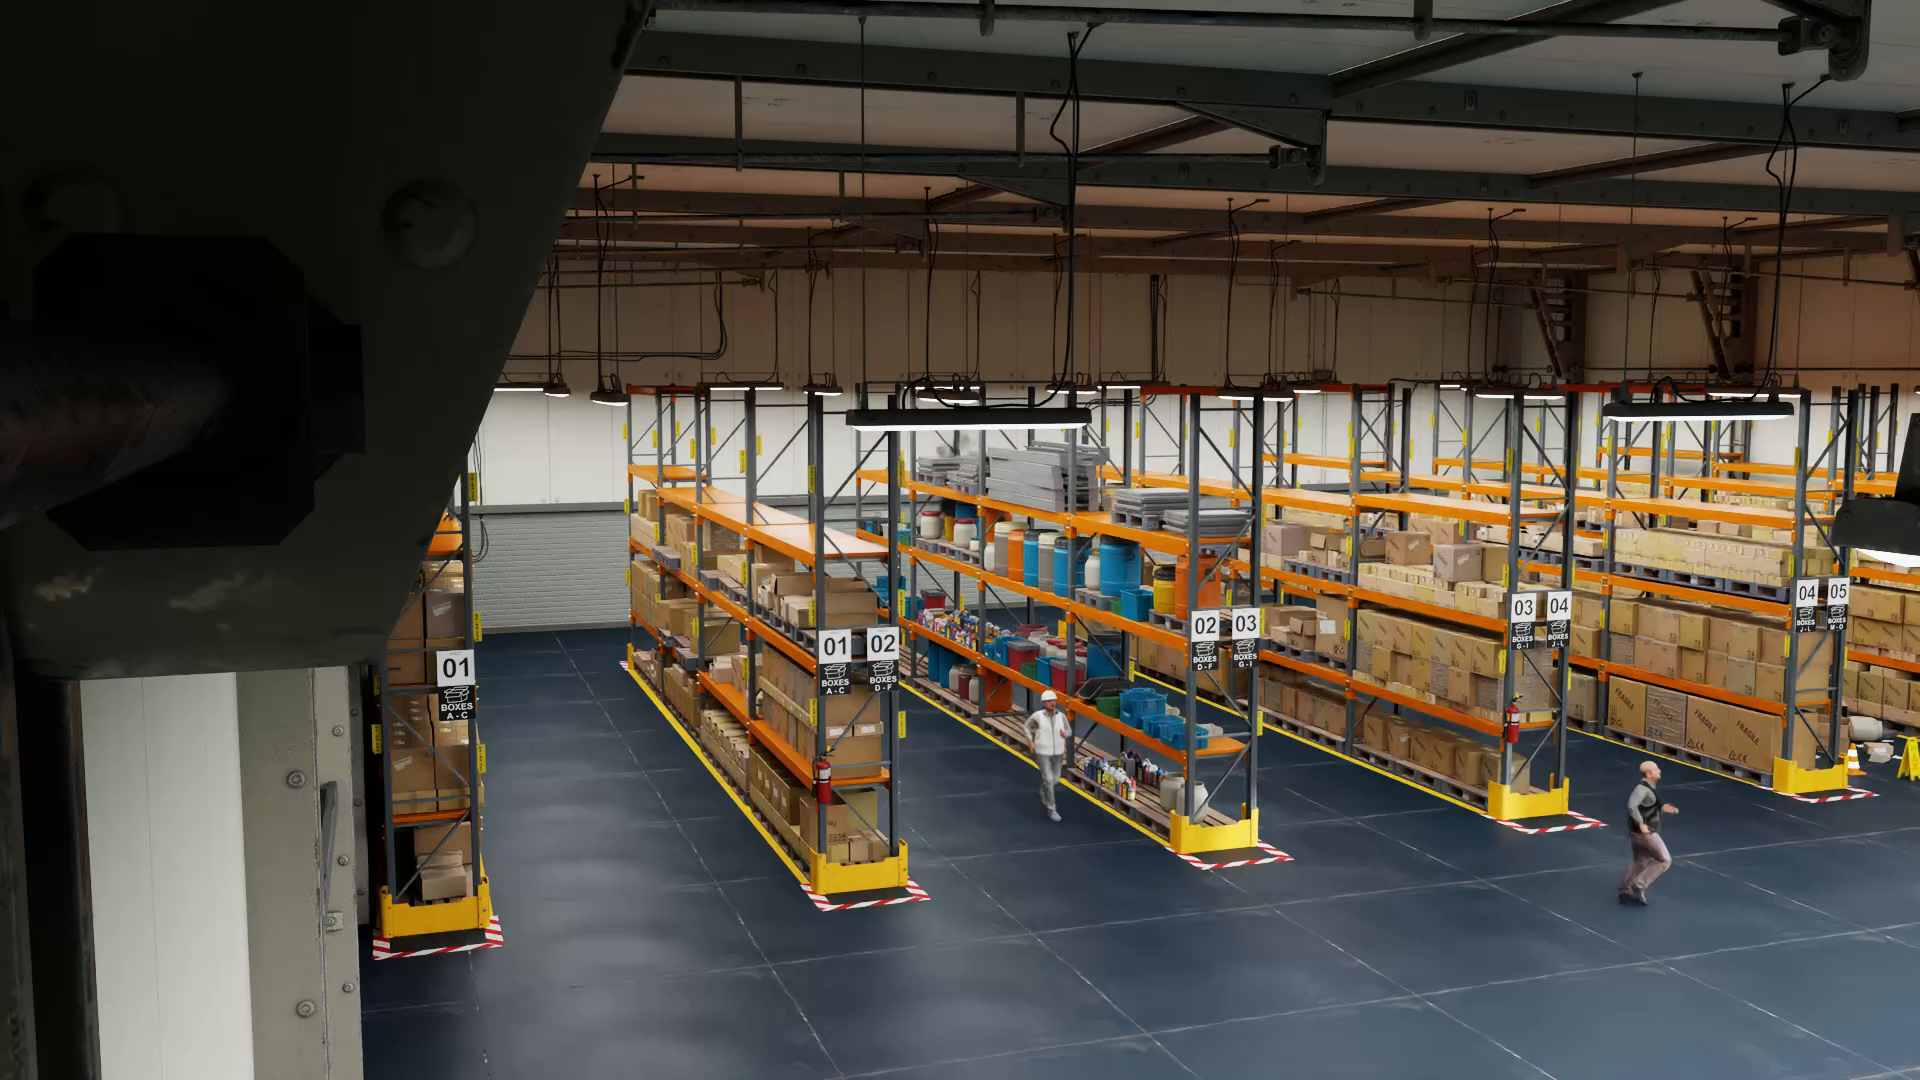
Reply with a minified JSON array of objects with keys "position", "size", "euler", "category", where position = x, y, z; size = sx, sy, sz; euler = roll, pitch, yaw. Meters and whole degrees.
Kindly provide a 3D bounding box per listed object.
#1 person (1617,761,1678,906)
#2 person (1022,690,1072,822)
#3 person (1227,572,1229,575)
[{"position":[8.151,3.454,19.674],"size":[0.660,1.702,0.636],"euler":[1,6,13],"category":"person"},{"position":[1.263,3.001,23.503],"size":[0.654,1.763,0.966],"euler":[-2,6,-21],"category":"person"},{"position":[6.163,1.531,38.666],"size":[0.721,1.635,0.747],"euler":[0,6,-4],"category":"person"}]
